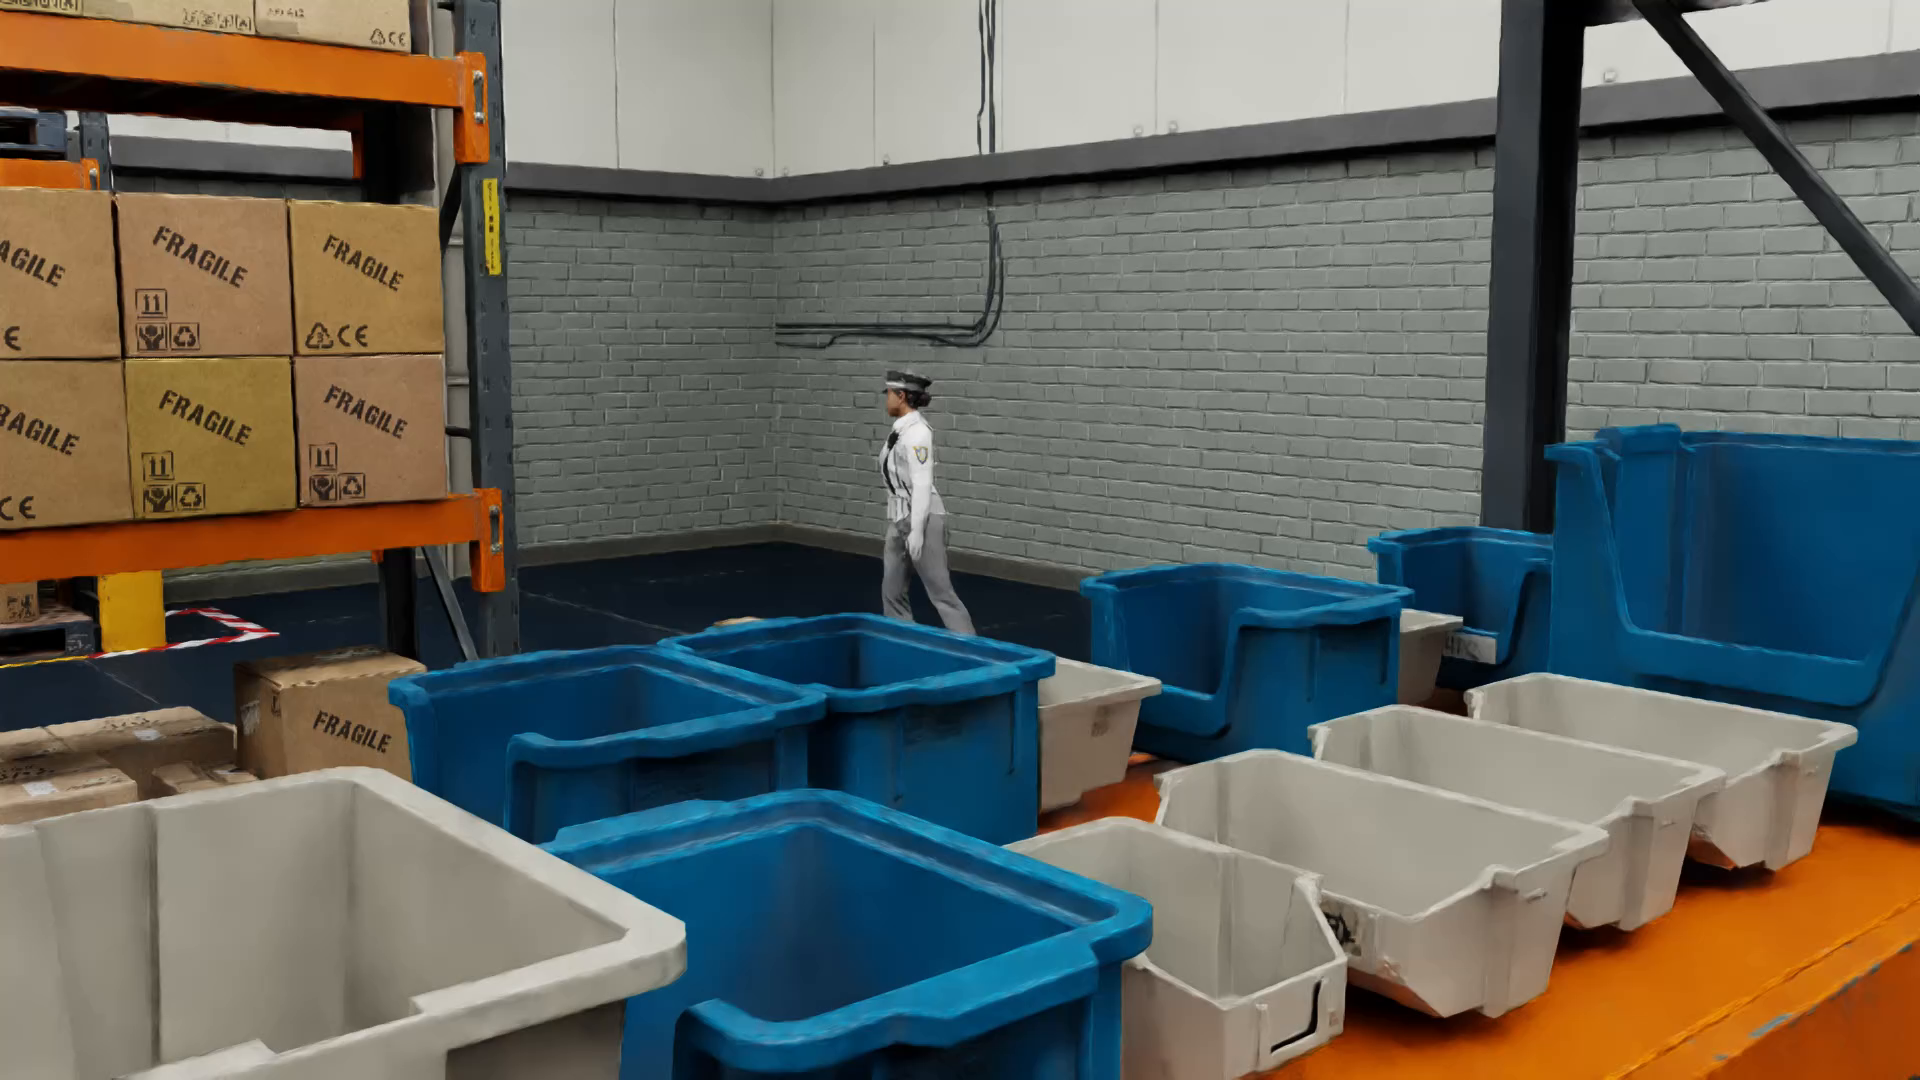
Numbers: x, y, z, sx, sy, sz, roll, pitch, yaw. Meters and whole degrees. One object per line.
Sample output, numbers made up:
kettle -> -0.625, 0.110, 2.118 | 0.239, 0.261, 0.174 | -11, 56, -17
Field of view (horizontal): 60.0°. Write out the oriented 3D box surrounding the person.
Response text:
person -> -0.213, -0.068, 8.765 | 0.657, 1.670, 0.503 | -2, 8, -14
